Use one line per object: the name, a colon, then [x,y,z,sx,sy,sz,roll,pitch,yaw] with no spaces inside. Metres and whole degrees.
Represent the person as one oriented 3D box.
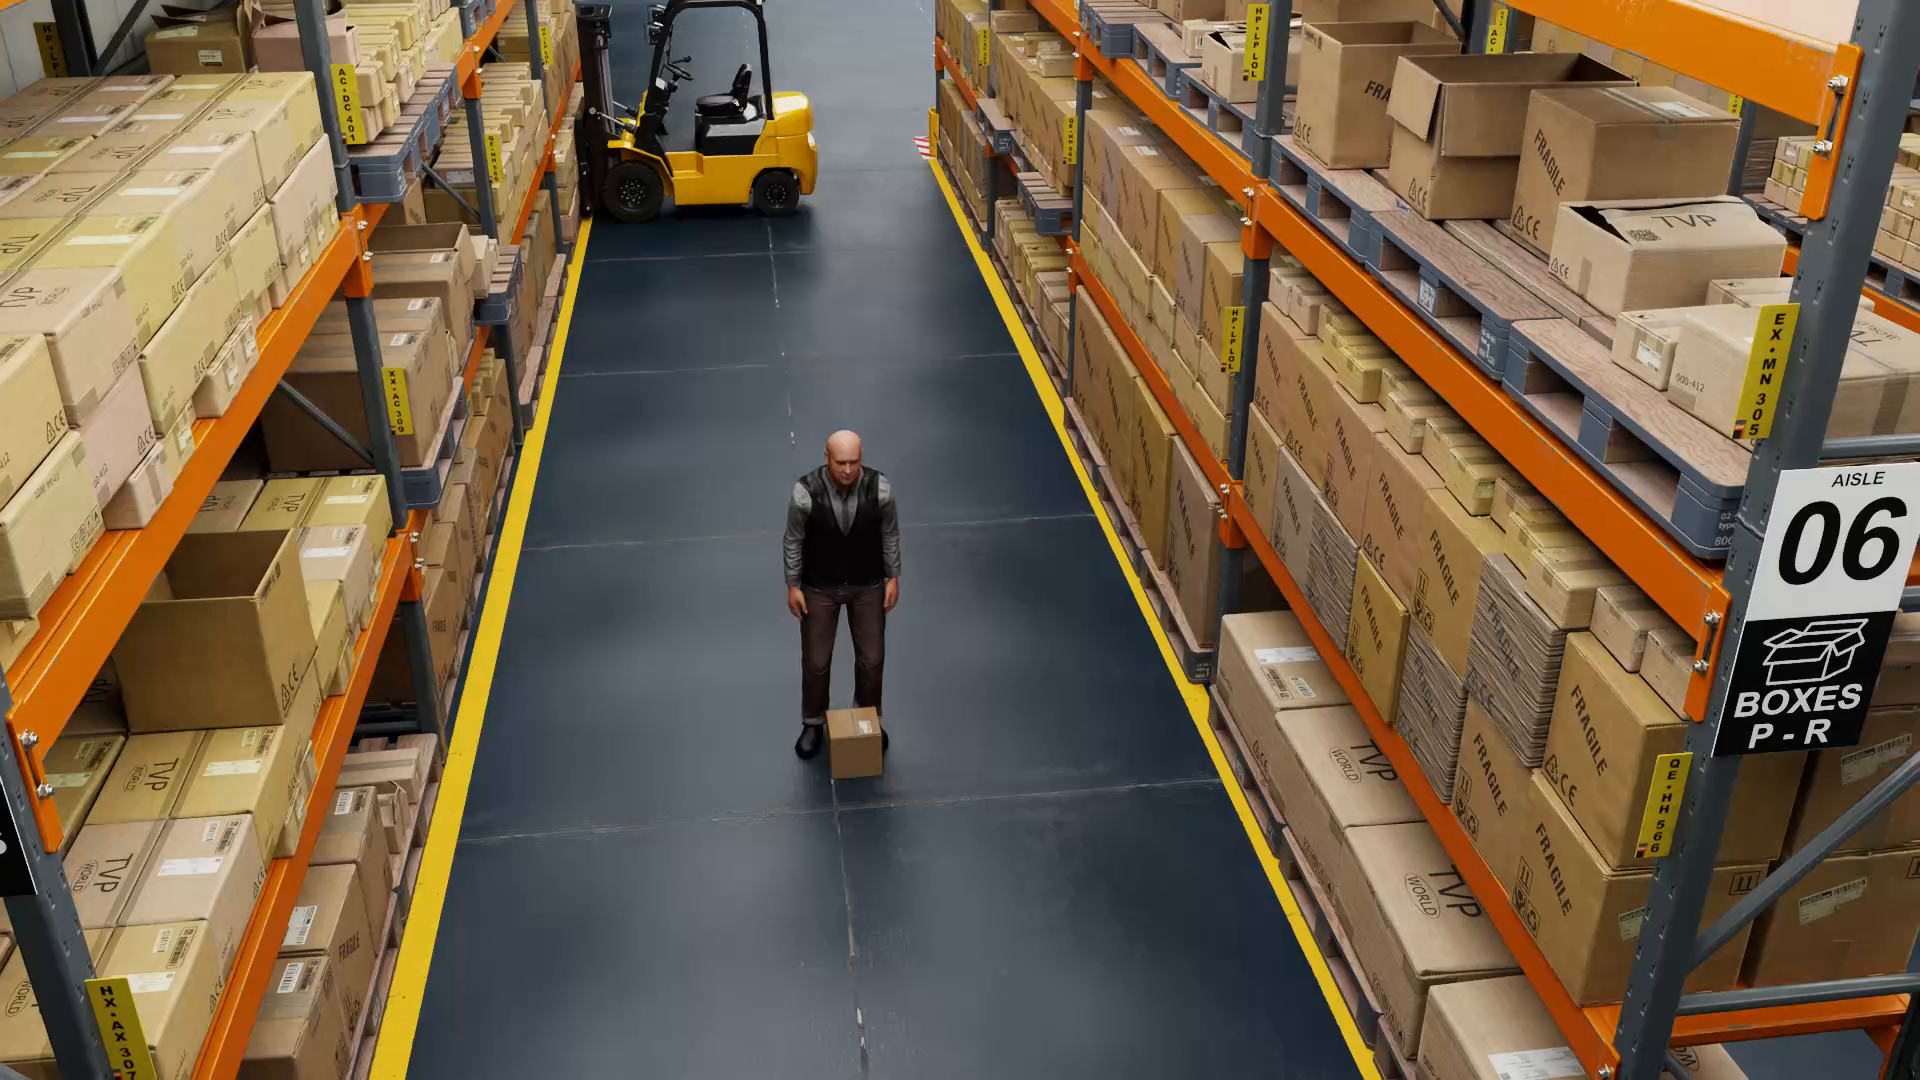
person: [-0.570,0.287,8.198,0.578,1.613,0.376,-5,27,-9]
